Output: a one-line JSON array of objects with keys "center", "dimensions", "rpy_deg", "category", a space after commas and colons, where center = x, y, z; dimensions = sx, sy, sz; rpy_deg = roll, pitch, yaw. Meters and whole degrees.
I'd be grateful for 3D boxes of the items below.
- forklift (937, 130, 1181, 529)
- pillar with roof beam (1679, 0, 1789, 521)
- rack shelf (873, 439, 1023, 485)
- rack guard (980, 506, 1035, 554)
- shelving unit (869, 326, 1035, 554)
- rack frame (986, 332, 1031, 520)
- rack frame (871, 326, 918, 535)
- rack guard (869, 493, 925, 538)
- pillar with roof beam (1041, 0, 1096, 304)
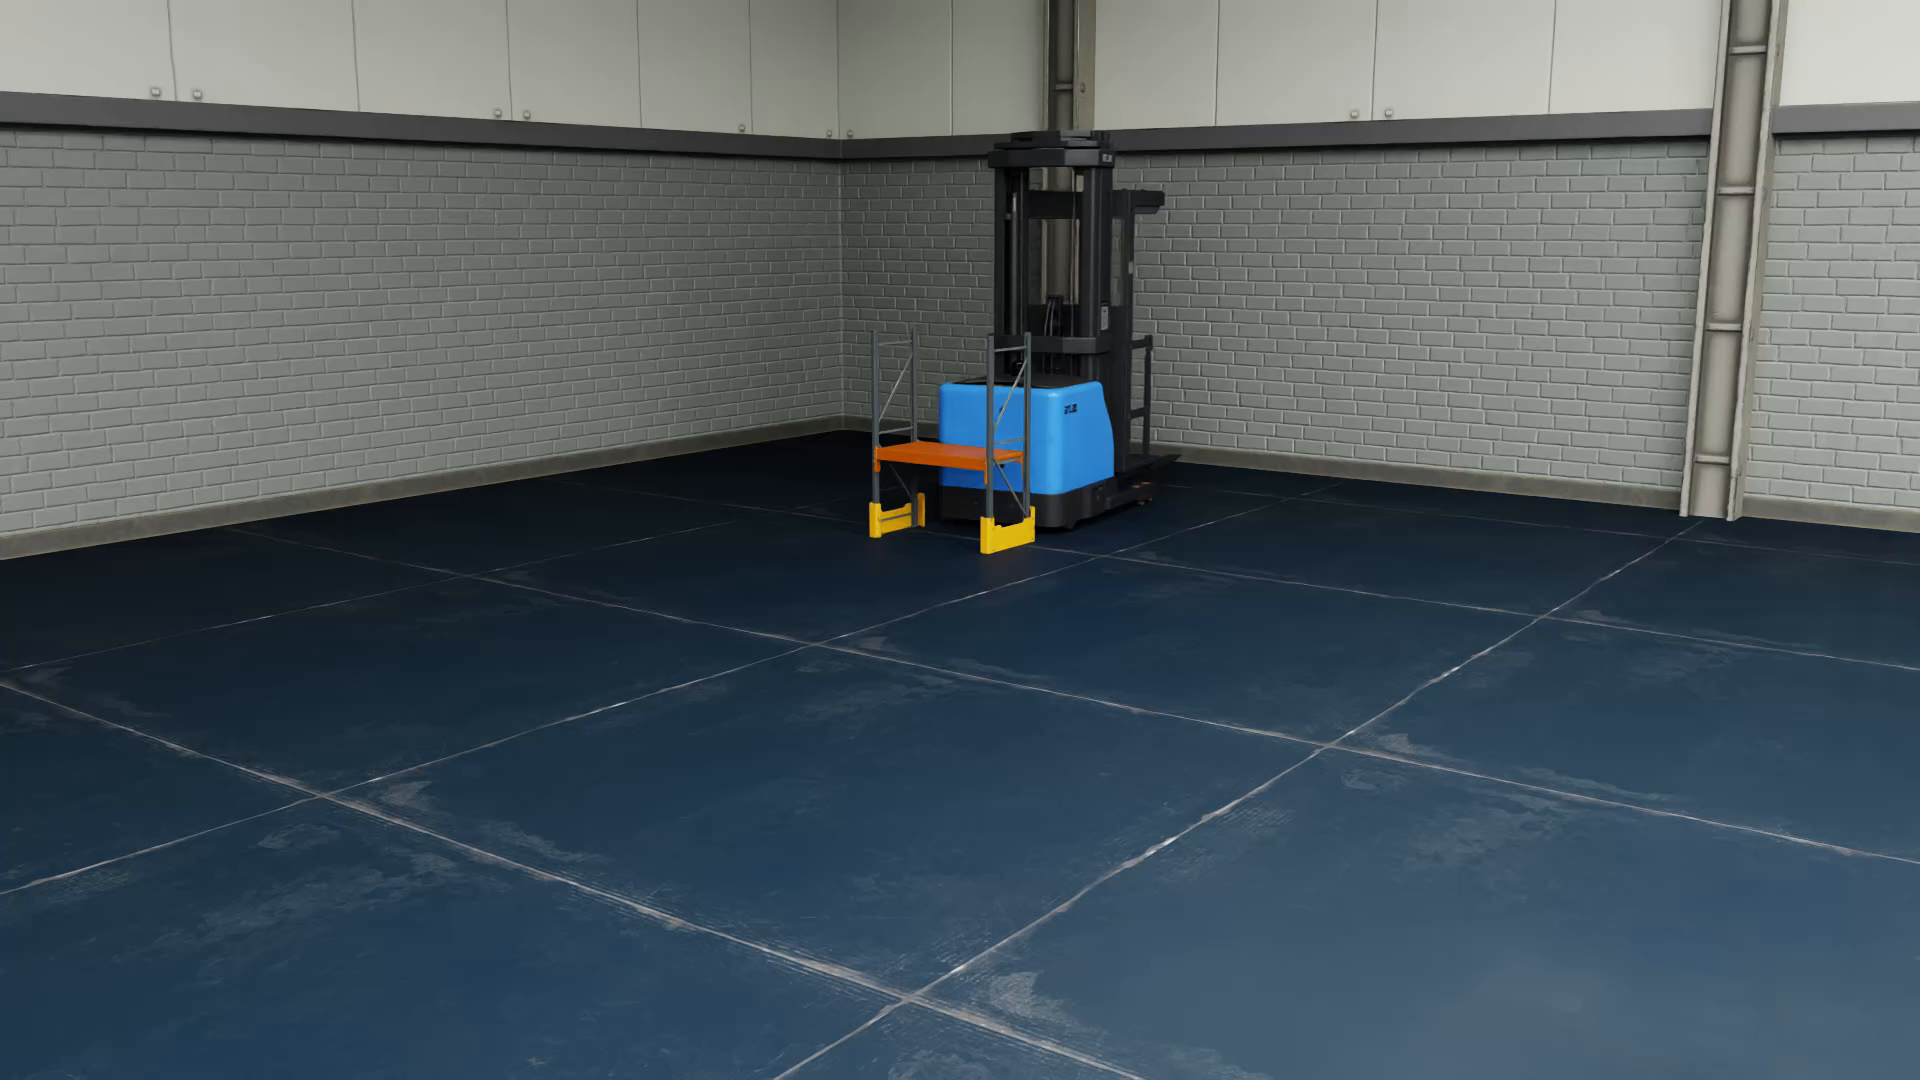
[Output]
[{"center": [0.960, -1.754, 13.378], "dimensions": [1.130, 2.935, 3.031], "rpy_deg": [6, 12, 27], "category": "forklift"}, {"center": [3.326, -3.950, 8.753], "dimensions": [0.400, 9.000, 9.100], "rpy_deg": [8, 13, 36], "category": "pillar with roof beam"}, {"center": [-0.069, -0.569, 11.971], "dimensions": [1.000, 0.185, 0.538], "rpy_deg": [8, 13, 36], "category": "rack shelf"}, {"center": [0.340, -0.075, 11.761], "dimensions": [0.087, 0.250, 0.587], "rpy_deg": [8, 13, 36], "category": "rack guard"}, {"center": [-0.061, -0.745, 11.932], "dimensions": [1.083, 1.500, 0.587], "rpy_deg": [8, 13, 36], "category": "shelving unit"}, {"center": [0.341, -0.689, 11.641], "dimensions": [0.032, 1.500, 0.500], "rpy_deg": [8, 13, 36], "category": "rack frame"}, {"center": [-0.478, -0.803, 12.232], "dimensions": [0.032, 1.500, 0.500], "rpy_deg": [8, 13, 36], "category": "rack frame"}, {"center": [-0.463, -0.187, 12.340], "dimensions": [0.087, 0.250, 0.587], "rpy_deg": [8, 13, 36], "category": "rack guard"}, {"center": [-1.510, -4.624, 12.240], "dimensions": [0.400, 9.000, 9.100], "rpy_deg": [8, 13, 36], "category": "pillar with roof beam"}]
